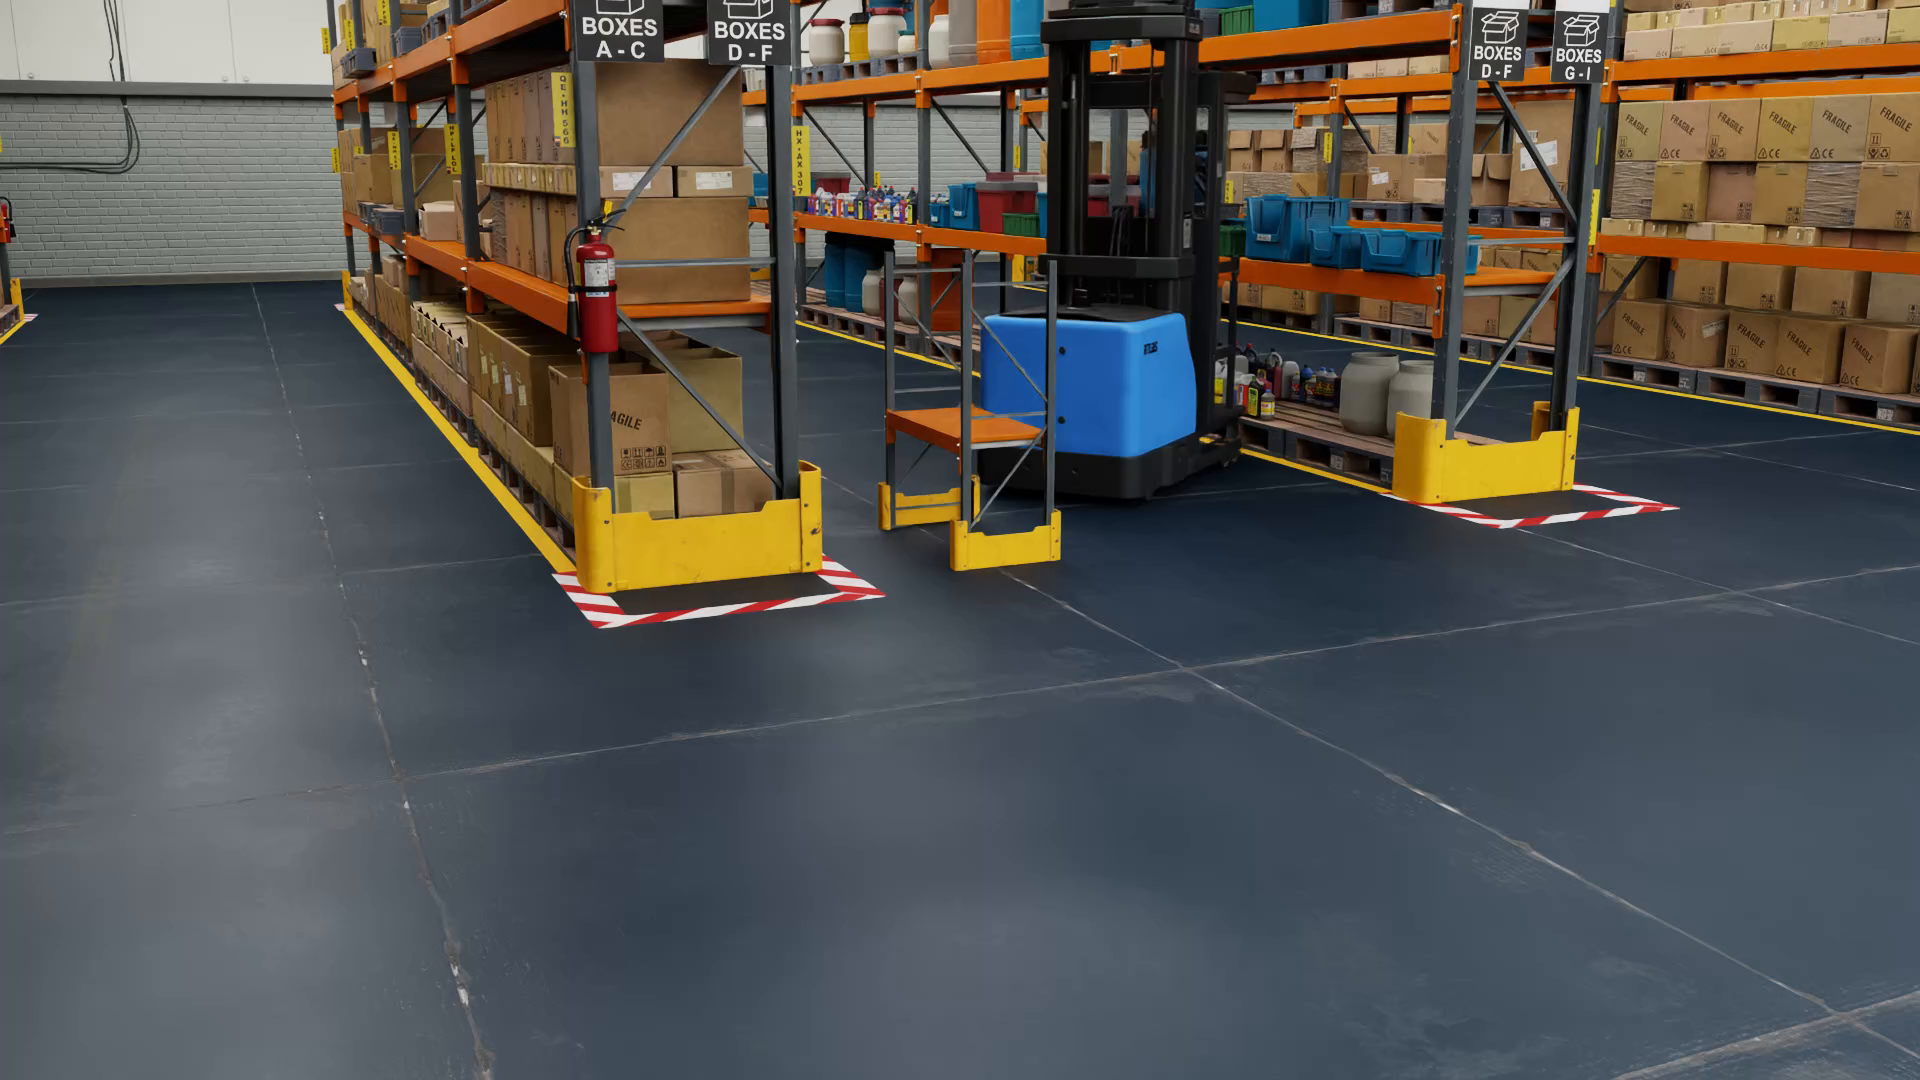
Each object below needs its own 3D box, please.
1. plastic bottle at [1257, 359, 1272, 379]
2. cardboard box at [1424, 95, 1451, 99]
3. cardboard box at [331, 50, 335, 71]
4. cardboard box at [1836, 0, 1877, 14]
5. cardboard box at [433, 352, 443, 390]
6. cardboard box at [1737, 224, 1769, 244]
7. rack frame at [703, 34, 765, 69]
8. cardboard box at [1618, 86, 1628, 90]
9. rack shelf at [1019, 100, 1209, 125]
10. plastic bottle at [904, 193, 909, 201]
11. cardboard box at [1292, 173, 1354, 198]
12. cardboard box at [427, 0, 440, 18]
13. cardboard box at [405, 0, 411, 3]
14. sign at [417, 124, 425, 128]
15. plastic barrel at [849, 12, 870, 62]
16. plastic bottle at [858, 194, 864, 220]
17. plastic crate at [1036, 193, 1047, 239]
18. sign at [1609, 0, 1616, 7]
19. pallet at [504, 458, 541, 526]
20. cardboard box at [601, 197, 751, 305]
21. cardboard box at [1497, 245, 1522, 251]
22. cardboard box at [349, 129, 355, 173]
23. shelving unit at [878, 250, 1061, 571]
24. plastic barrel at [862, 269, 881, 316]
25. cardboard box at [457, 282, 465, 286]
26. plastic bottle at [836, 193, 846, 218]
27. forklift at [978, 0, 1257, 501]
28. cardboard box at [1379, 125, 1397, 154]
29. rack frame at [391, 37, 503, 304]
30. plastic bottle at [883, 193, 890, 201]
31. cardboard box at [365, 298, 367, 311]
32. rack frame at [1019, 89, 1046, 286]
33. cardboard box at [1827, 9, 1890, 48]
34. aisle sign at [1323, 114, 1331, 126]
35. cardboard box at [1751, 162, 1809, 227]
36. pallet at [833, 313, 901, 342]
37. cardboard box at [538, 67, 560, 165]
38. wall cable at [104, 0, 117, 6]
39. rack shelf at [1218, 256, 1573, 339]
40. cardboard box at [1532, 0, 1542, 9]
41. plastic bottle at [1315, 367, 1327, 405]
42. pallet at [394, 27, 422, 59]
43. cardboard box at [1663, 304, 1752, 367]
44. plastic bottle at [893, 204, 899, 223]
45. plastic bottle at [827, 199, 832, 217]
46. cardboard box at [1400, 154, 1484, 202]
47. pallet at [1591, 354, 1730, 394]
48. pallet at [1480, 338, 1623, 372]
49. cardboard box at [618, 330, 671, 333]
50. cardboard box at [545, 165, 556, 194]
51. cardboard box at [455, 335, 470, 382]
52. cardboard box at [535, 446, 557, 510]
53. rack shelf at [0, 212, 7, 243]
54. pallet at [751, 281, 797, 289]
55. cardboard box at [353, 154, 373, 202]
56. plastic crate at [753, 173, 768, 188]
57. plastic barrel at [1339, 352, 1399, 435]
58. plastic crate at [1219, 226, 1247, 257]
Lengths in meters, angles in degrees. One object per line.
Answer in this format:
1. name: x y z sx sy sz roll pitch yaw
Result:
1. plastic bottle: 2.308 -1.235 12.604 0.061 0.283 0.133 -6 14 -23
2. cardboard box: 7.137 -6.565 24.263 0.500 0.250 0.500 -5 14 -22
3. cardboard box: -7.717 -6.107 21.176 0.500 0.250 0.500 -6 14 -23
4. cardboard box: 6.892 -4.075 12.618 0.380 0.149 0.250 -6 15 -26
5. cardboard box: -3.918 -1.366 13.285 0.500 0.250 0.500 -5 14 -22
6. cardboard box: 6.625 -2.517 13.650 0.380 0.149 0.250 -6 14 -23
7. rack frame: -3.144 -7.974 23.368 1.000 3.000 0.127 -6 14 -23
8. cardboard box: 8.510 -5.981 21.183 0.500 0.500 0.500 -6 14 -23
9. rack shelf: 2.195 -6.197 23.934 1.077 0.370 4.000 -6 14 -23
10. plastic bottle: -0.593 -3.857 19.158 0.152 0.276 0.135 -6 14 -23
11. cardboard box: 4.174 -3.974 19.168 0.500 0.500 0.500 -5 14 -21
12. cardboard box: -4.246 -4.456 14.221 0.500 0.250 0.500 -7 15 -27
13. cardboard box: -4.853 -5.145 15.358 0.500 0.500 0.500 -6 14 -23
14. sign: -7.168 -5.369 22.147 0.100 0.325 0.005 -6 14 -23
15. plastic barrel: -0.990 -5.813 19.331 0.600 0.588 0.600 0 13 0
16. plastic bottle: -1.078 -3.689 18.415 0.061 0.283 0.133 -6 14 -23
17. plastic crate: 0.936 -2.764 14.197 0.392 0.384 0.575 -6 14 -23
18. sign: 3.771 -3.260 9.633 0.100 0.325 0.005 -6 14 -23
19. pallet: -2.104 -0.347 9.900 1.003 0.211 1.213 -6 14 -23
20. cardboard box: -1.450 -1.446 8.242 0.700 0.500 0.500 -6 14 -23
21. cardboard box: 7.851 -4.165 23.165 0.500 0.250 0.500 -5 14 -21
22. cardboard box: -6.931 -4.605 19.676 0.500 0.500 0.500 -6 14 -23
23. shelving unit: 0.031 -0.715 8.633 0.587 1.500 1.083 -6 14 -23
24. plastic barrel: -0.912 -2.833 19.043 0.421 0.512 0.421 0 13 0
25. cardboard box: -5.025 -2.388 17.102 0.500 0.500 0.500 -6 14 -25
26. plastic bottle: -1.335 -3.843 19.099 0.152 0.276 0.135 -6 14 -23
27. forklift: 1.228 -1.945 10.772 1.130 2.935 3.031 7 15 26
28. cardboard box: 6.741 -6.066 25.330 0.500 0.500 0.500 -5 14 -21
29. rack frame: -4.480 -2.952 14.973 1.000 3.000 0.127 -6 14 -23
30. plastic bottle: -0.846 -3.915 19.421 0.097 0.271 0.097 0 13 0
31. cardboard box: -6.775 -2.768 19.525 0.380 0.149 0.250 -6 14 -23
32. rack frame: 1.394 -5.499 25.977 1.000 3.000 0.127 -6 14 -23
33. cardboard box: 6.977 -3.868 12.609 0.500 0.250 0.500 -5 14 -22
34. aisle sign: 6.225 -7.235 27.712 0.394 0.787 0.004 -6 14 -23
35. cardboard box: 6.948 -2.807 13.465 0.875 0.500 0.500 -6 14 -23
36. pallet: -0.778 -2.451 18.992 1.003 0.211 1.213 -6 14 -23
37. cardboard box: -1.890 -2.301 9.060 0.700 0.500 0.500 -6 14 -23
38. wall cable: -11.681 -9.472 25.526 3.097 2.526 0.112 -6 14 -23
39. rack shelf: 2.464 -1.809 11.628 1.077 0.370 4.000 -6 14 -23
40. cardboard box: 5.725 -5.037 16.167 0.797 0.503 0.637 -5 14 -21
41. plastic bottle: 2.647 -1.125 12.155 0.097 0.271 0.097 0 13 0
42. pallet: -4.126 -4.189 14.085 1.213 0.211 1.003 -5 14 -20
43. cardboard box: 6.561 -1.803 14.618 0.500 0.500 0.500 -1 13 -5
44. plastic bottle: -0.653 -3.440 17.523 0.097 0.201 0.097 0 13 0
45. plastic bottle: -1.499 -3.876 19.406 0.097 0.201 0.097 0 13 0
46. cardboard box: 5.167 -3.885 17.851 0.700 0.500 0.500 -3 13 -15
47. pallet: 6.502 -1.526 14.994 1.003 0.211 1.213 -6 14 -23
48. pallet: 5.888 -1.822 16.274 1.003 0.211 1.213 -6 14 -23
49. cardboard box: -2.098 -1.073 10.356 0.500 0.500 0.500 -6 14 -23
50. cardboard box: -2.016 -1.939 8.935 0.380 0.149 0.250 -5 14 -21
51. cardboard box: -3.302 -1.322 11.851 0.500 0.311 0.500 -6 14 -23
52. cardboard box: -1.972 -0.351 8.899 0.500 0.250 0.500 -6 14 -23
53. rack shelf: -11.420 -3.393 18.473 1.077 0.370 4.000 -6 14 -23
54. pallet: -2.849 -3.519 23.607 1.003 0.211 1.213 -6 14 -23
55. cardboard box: -6.097 -3.914 17.975 0.700 0.500 0.500 -12 18 -42
56. plastic crate: -2.839 -5.046 23.807 0.616 0.435 0.499 -6 14 -23
57. plastic barrel: 2.731 -0.971 11.000 0.421 0.512 0.421 0 13 0
58. plastic crate: 1.948 -2.163 12.034 0.450 0.188 0.662 -6 14 -23
